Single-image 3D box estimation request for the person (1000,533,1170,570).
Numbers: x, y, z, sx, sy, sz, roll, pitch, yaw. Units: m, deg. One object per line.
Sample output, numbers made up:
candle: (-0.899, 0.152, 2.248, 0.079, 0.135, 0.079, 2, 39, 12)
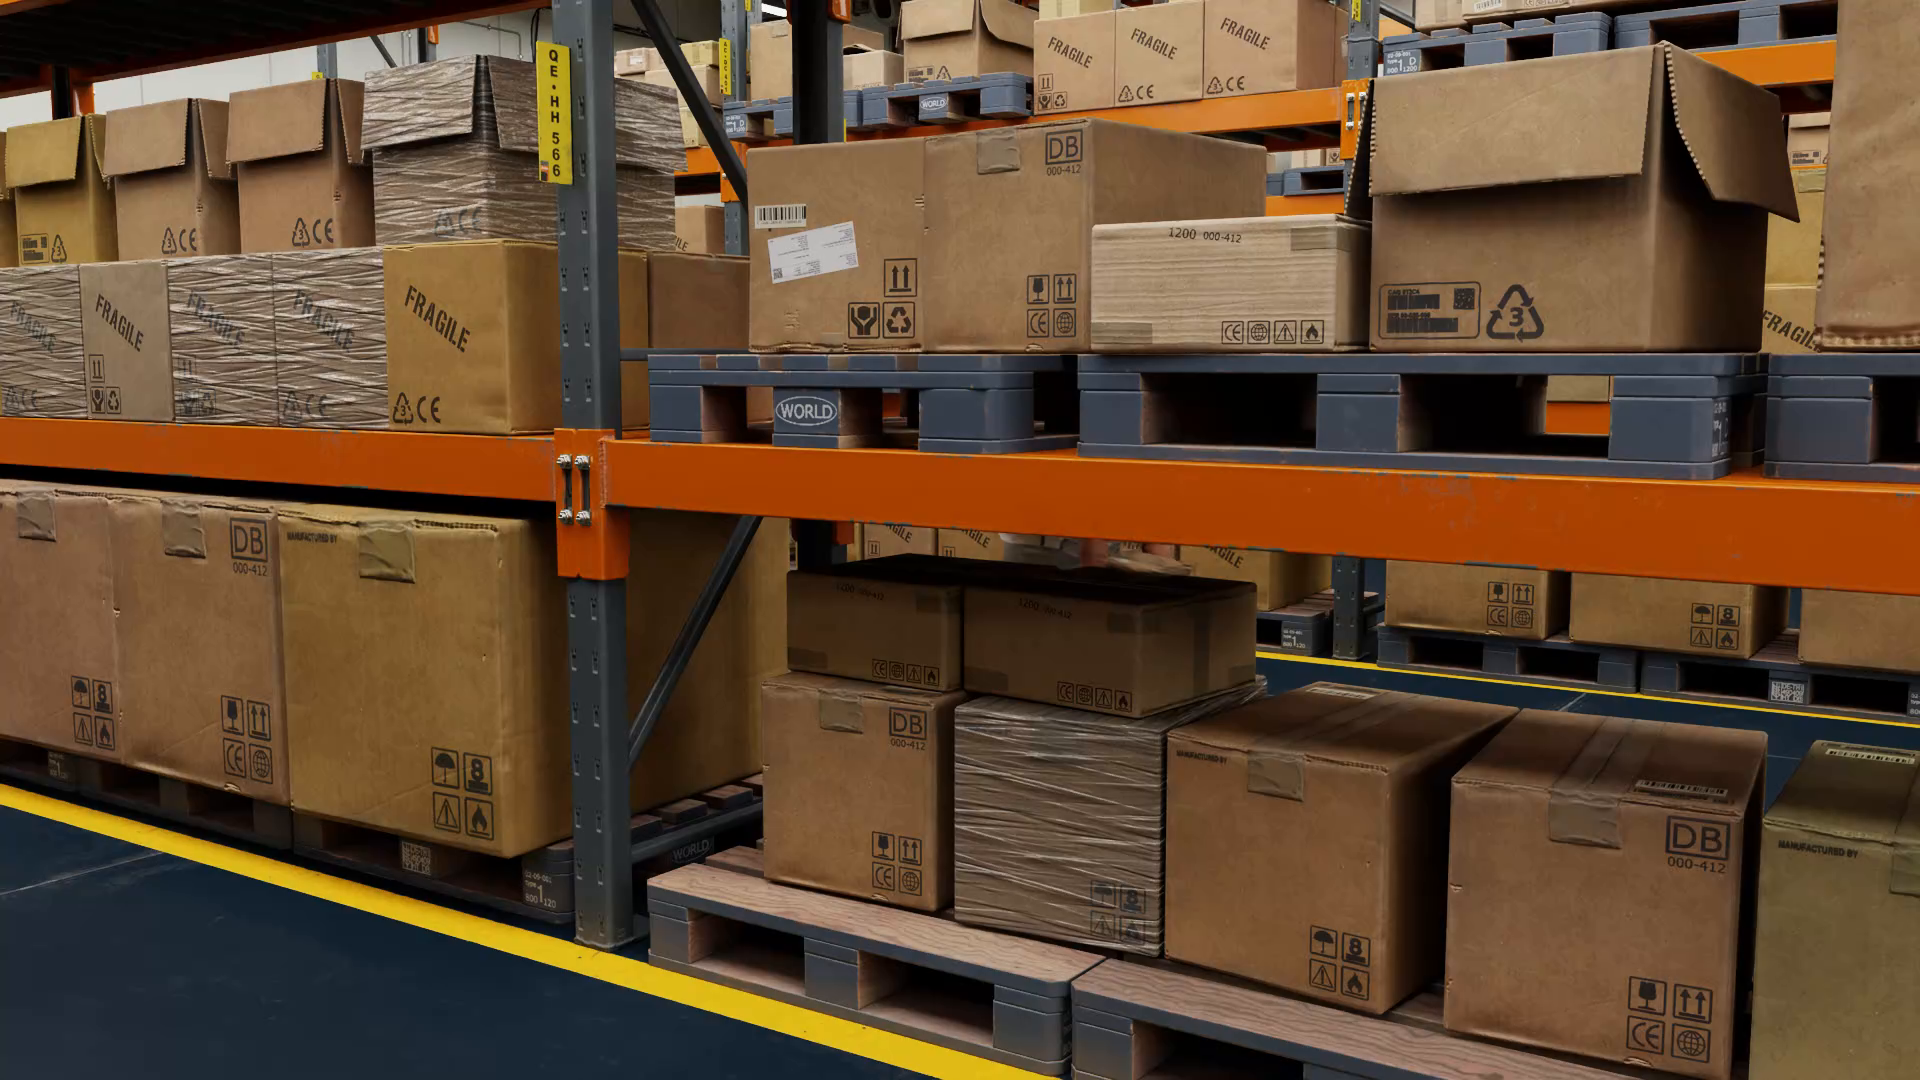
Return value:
person: (0.512, 0.133, 5.534, 0.467, 1.541, 0.858, -5, 8, -39)
